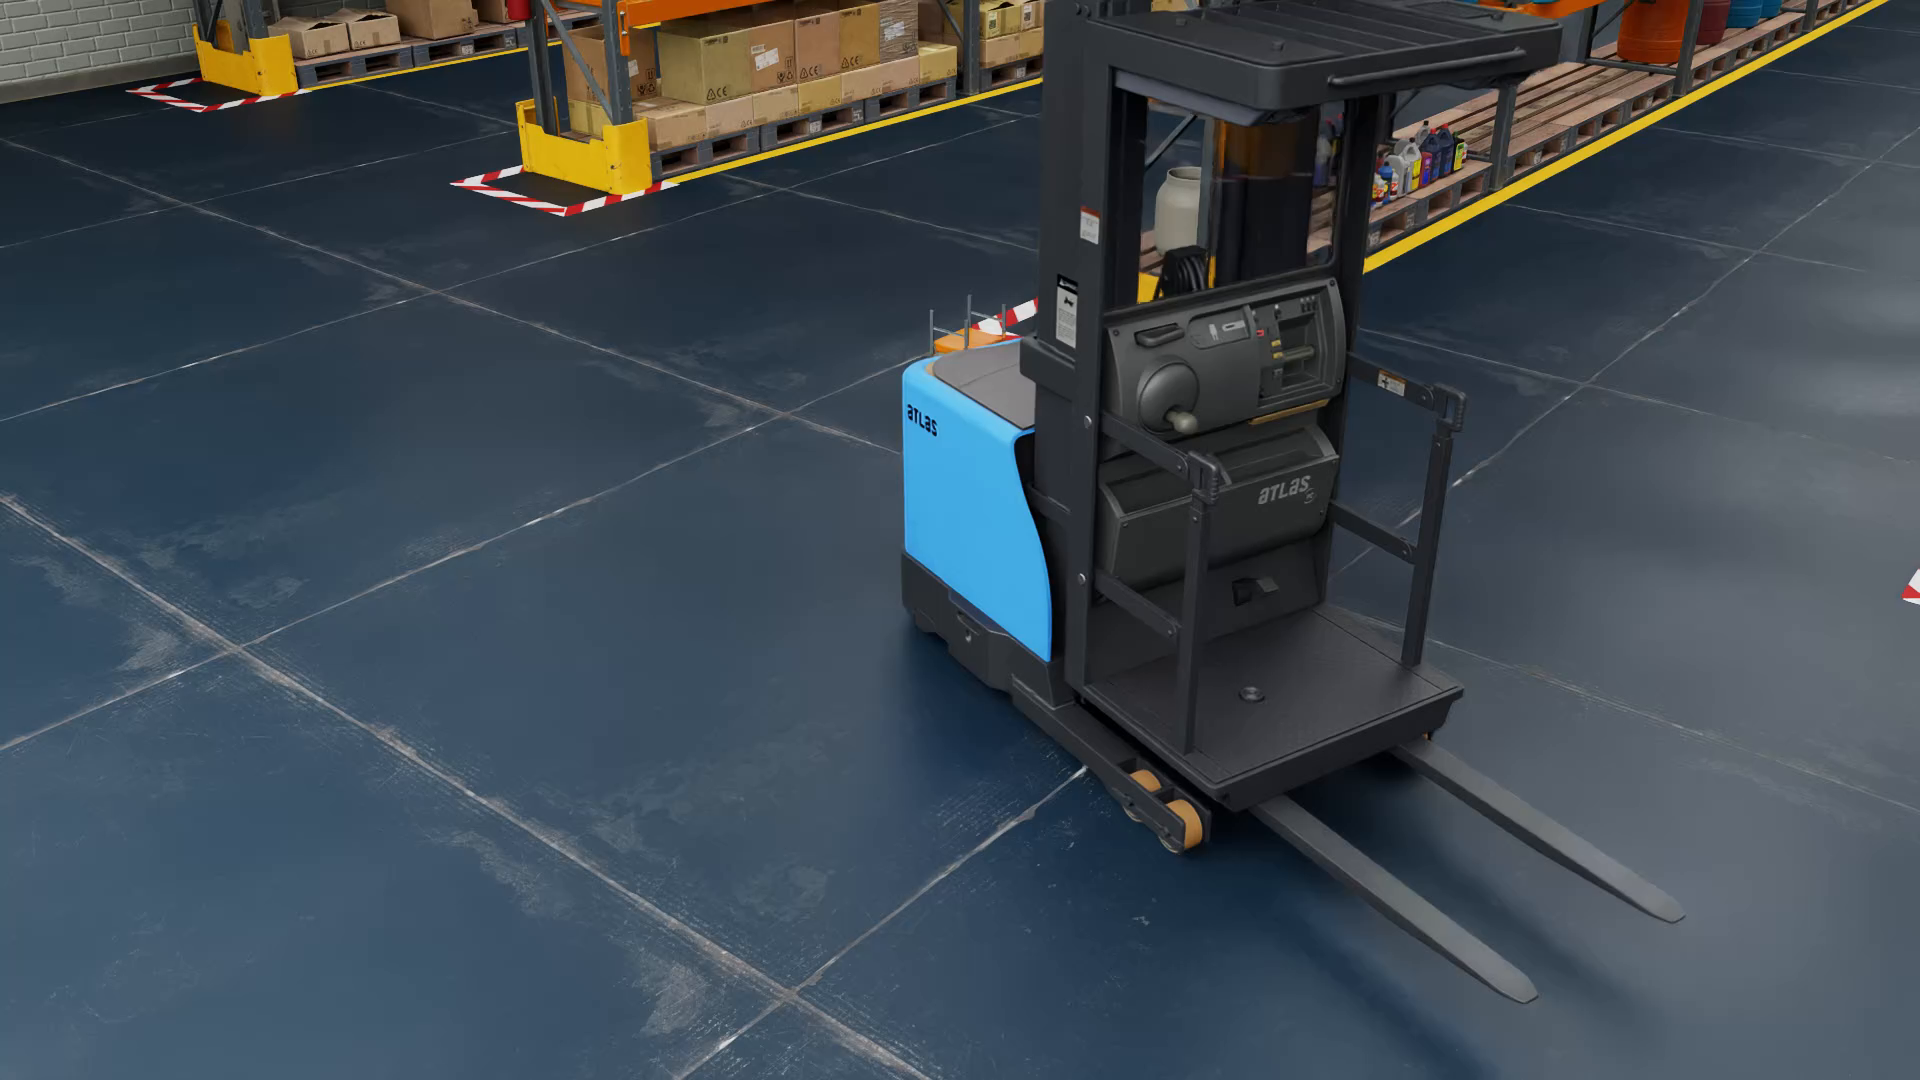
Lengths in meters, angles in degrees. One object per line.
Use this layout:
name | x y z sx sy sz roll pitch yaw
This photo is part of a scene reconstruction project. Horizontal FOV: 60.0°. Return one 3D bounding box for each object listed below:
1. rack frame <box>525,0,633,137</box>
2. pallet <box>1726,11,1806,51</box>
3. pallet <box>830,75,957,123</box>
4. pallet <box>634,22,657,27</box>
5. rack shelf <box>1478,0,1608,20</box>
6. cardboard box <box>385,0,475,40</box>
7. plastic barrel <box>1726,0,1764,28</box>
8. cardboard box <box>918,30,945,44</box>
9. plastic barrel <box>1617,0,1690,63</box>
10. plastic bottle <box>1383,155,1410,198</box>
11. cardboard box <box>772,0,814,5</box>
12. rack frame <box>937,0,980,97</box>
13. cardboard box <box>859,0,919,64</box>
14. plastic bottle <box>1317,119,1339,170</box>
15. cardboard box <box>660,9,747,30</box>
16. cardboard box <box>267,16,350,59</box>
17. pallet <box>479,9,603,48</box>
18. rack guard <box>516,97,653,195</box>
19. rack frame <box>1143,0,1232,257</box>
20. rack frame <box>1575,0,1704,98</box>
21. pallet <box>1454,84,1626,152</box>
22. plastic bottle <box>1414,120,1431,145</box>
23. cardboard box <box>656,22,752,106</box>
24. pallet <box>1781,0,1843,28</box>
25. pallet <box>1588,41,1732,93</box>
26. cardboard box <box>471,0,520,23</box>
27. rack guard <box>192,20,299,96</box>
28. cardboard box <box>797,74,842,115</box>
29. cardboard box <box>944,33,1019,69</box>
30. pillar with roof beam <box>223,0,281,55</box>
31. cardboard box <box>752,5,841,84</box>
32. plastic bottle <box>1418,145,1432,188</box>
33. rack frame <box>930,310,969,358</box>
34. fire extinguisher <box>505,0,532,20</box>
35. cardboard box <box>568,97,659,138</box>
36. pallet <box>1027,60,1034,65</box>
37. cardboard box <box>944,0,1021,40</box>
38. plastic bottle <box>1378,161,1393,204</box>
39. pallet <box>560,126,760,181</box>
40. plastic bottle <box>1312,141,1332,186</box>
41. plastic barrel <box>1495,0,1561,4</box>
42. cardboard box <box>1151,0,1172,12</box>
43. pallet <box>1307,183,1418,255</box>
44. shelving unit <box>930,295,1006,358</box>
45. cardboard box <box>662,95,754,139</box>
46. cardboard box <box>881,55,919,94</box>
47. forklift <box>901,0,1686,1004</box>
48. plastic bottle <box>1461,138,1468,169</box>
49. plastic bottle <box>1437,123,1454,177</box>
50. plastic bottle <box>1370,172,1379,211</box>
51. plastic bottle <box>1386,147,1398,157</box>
rack frame | -2.794 -4.071 11.854 1.000 3.000 0.127 21 34 34
pallet | 8.135 -5.376 17.413 1.003 0.211 1.213 21 34 34
pallet | -0.788 -3.981 14.715 1.003 0.211 1.213 21 34 34
pallet | -3.581 -5.973 18.567 1.003 0.211 1.213 21 34 34
rack shelf | 4.842 -4.429 13.330 1.077 0.370 4.000 21 34 34
cardboard box | -5.242 -5.269 16.412 0.700 0.500 0.500 18 33 31
plastic barrel | 7.849 -5.692 16.814 0.600 0.901 0.708 21 34 34
cardboard box | -0.210 -4.686 15.579 0.500 0.250 0.500 20 34 34
plastic barrel | 6.412 -4.859 15.283 0.600 0.830 0.708 21 34 34
plastic bottle | 2.949 -2.474 11.253 0.152 0.276 0.135 21 34 35
cardboard box | -1.422 -4.360 14.132 0.500 0.500 0.500 21 34 34
rack frame | -0.250 -5.489 14.595 1.000 3.000 0.127 21 34 34
cardboard box | -0.703 -4.385 14.181 0.500 0.500 0.500 21 34 34
plastic bottle | 2.616 -2.827 11.854 0.144 0.351 0.185 19 33 32
cardboard box | -2.058 -4.005 13.446 0.500 0.500 0.500 21 34 34
cardboard box | -6.109 -4.737 15.590 0.500 0.311 0.500 17 32 29
pallet | -4.475 -5.448 17.552 1.003 0.211 1.213 21 34 34
rack guard | -2.809 -2.952 12.412 1.175 0.500 0.348 21 34 34
rack frame | 1.026 -2.622 9.053 1.000 3.000 0.127 21 34 34
rack frame | 6.114 -5.458 14.536 1.000 3.000 0.127 21 34 34
pallet | 4.815 -3.525 13.835 1.003 0.211 1.213 21 34 34
plastic bottle | 3.271 -2.788 11.779 0.144 0.351 0.185 21 34 34
cardboard box | -1.965 -3.672 12.803 0.500 0.500 0.500 21 34 34
pallet | 9.096 -5.910 18.444 1.003 0.211 1.213 21 34 34
pallet | 6.583 -4.511 15.740 1.003 0.211 1.213 21 34 34
cardboard box | -4.704 -5.641 17.131 0.500 0.500 0.500 18 32 31
rack guard | -6.571 -4.434 15.276 1.175 0.500 0.348 21 34 34
cardboard box | -1.326 -3.692 13.658 0.500 0.250 0.500 21 34 34
cardboard box | 0.198 -4.525 15.267 0.500 0.250 0.500 20 33 33
pillar with roof beam | -3.519 -7.424 11.808 9.100 9.000 0.400 21 34 34
cardboard box | -1.325 -4.025 13.485 0.500 0.500 0.500 21 34 34
plastic bottle | 3.189 -2.578 11.447 0.061 0.283 0.133 23 35 38
rack frame | -0.044 -0.442 6.962 0.200 1.050 0.008 21 34 34
fire extinguisher | -3.228 -4.130 12.053 0.296 0.674 0.183 21 34 34
cardboard box | -2.681 -3.312 12.924 0.500 0.250 0.500 21 34 34
pallet | 0.964 -4.957 16.603 1.003 0.211 1.213 21 34 34
cardboard box | 0.205 -4.777 15.144 0.500 0.311 0.500 21 34 35
plastic bottle | 2.830 -2.386 11.088 0.097 0.271 0.097 0 27 0
pallet | -2.340 -3.115 13.042 1.003 0.211 1.213 21 34 34
plastic bottle | 2.476 -2.608 11.513 0.152 0.276 0.135 21 34 34
plastic barrel | 4.049 -4.311 11.773 0.600 0.901 0.708 21 34 34
cardboard box | 1.823 -5.431 17.018 0.500 0.250 0.500 20 34 34
pallet | 2.335 -2.141 11.159 1.003 0.211 1.213 21 34 34
shelving unit | 0.034 -0.485 7.045 0.215 1.050 0.252 21 34 34
cardboard box | -1.966 -3.339 12.976 0.500 0.250 0.500 21 34 34
cardboard box | -0.702 -4.051 14.352 0.500 0.250 0.500 21 34 34
forklift | 0.974 -0.549 5.122 1.130 2.935 3.031 -16 31 -28
plastic bottle | 3.580 -2.773 11.912 0.097 0.201 0.097 0 27 0
plastic bottle | 3.383 -2.746 11.698 0.144 0.351 0.185 20 33 33
plastic bottle | 2.701 -2.314 10.949 0.097 0.271 0.097 0 27 0
plastic bottle | 2.960 -2.554 11.401 0.061 0.283 0.133 21 34 34
